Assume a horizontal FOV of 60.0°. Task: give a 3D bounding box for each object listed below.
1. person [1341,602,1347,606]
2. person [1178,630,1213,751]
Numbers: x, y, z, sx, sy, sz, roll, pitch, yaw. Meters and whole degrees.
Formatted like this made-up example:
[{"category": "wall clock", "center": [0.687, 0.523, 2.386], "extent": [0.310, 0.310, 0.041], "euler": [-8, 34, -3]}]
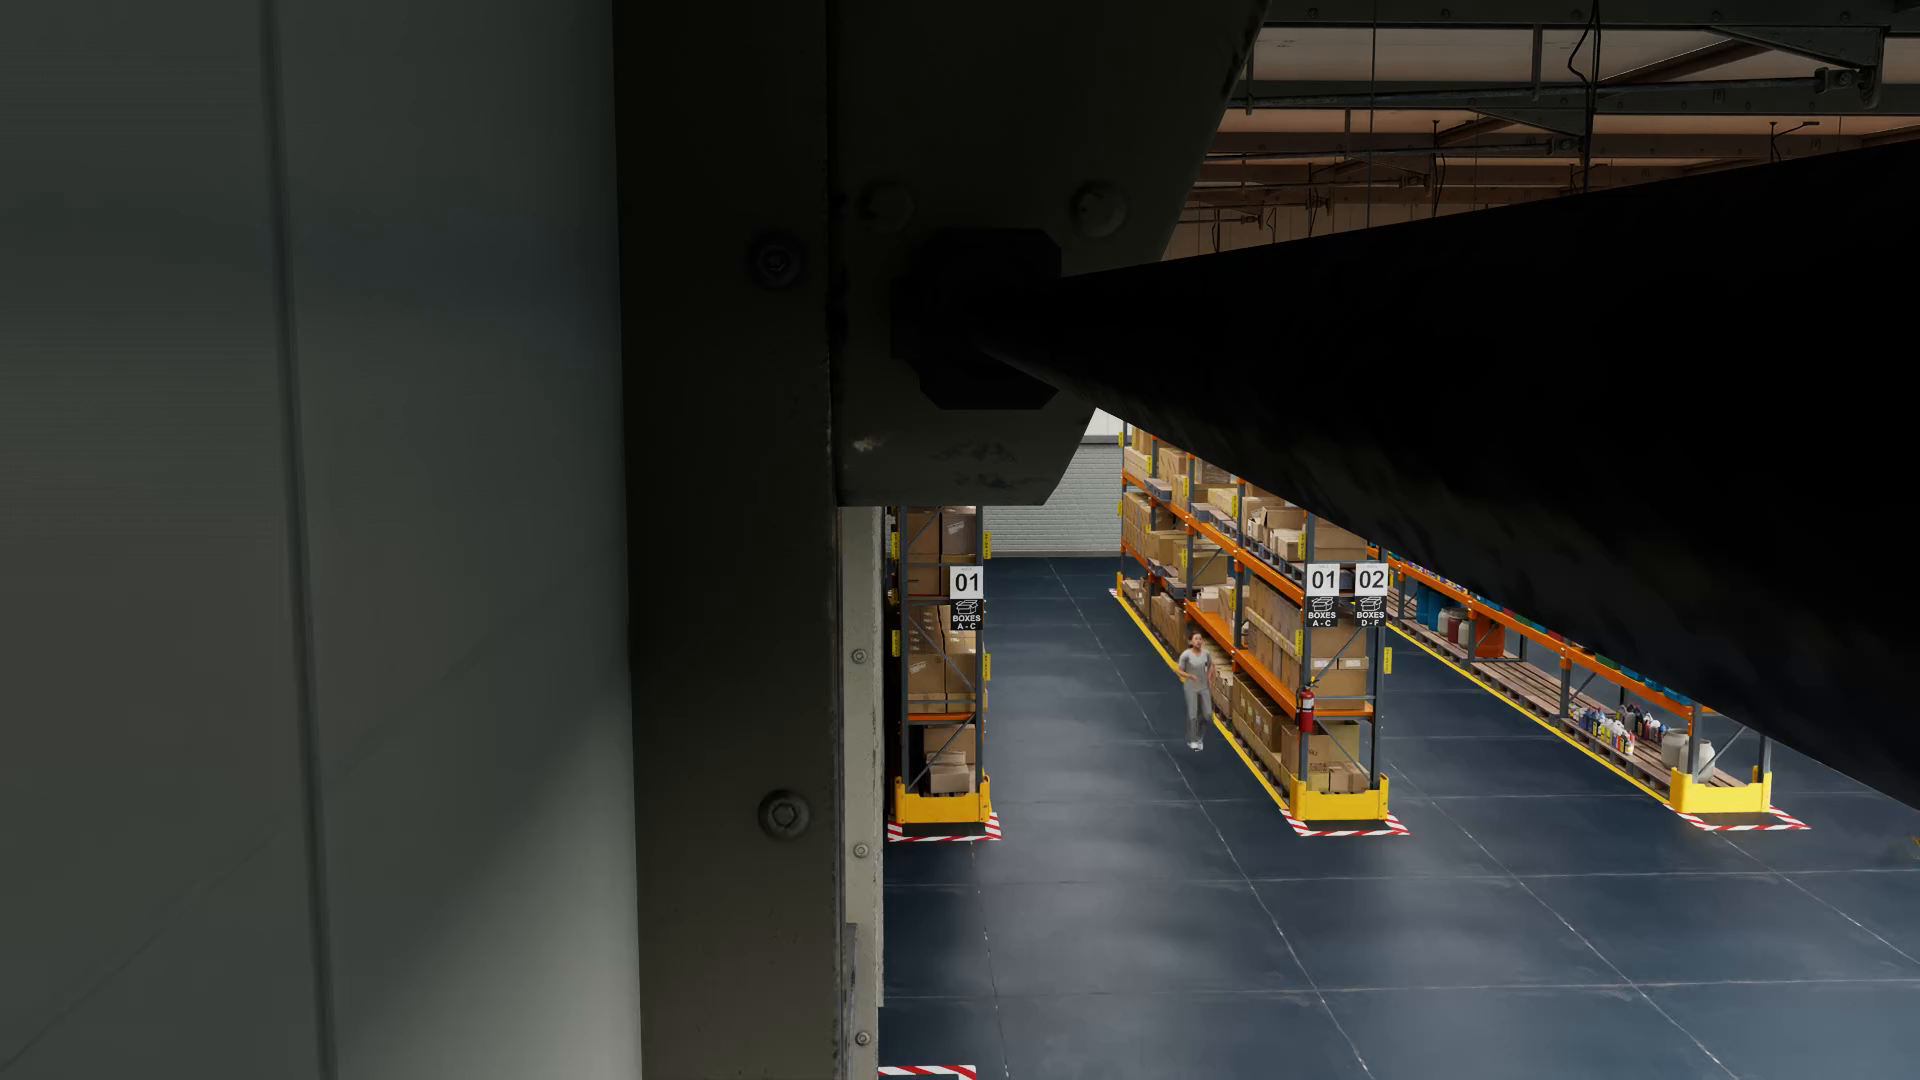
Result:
[{"category": "person", "center": [7.130, 1.038, 31.638], "extent": [0.686, 1.722, 0.589], "euler": [-1, 8, -4]}, {"category": "person", "center": [3.248, 2.072, 22.646], "extent": [0.553, 1.679, 0.565], "euler": [-2, 8, -11]}]
